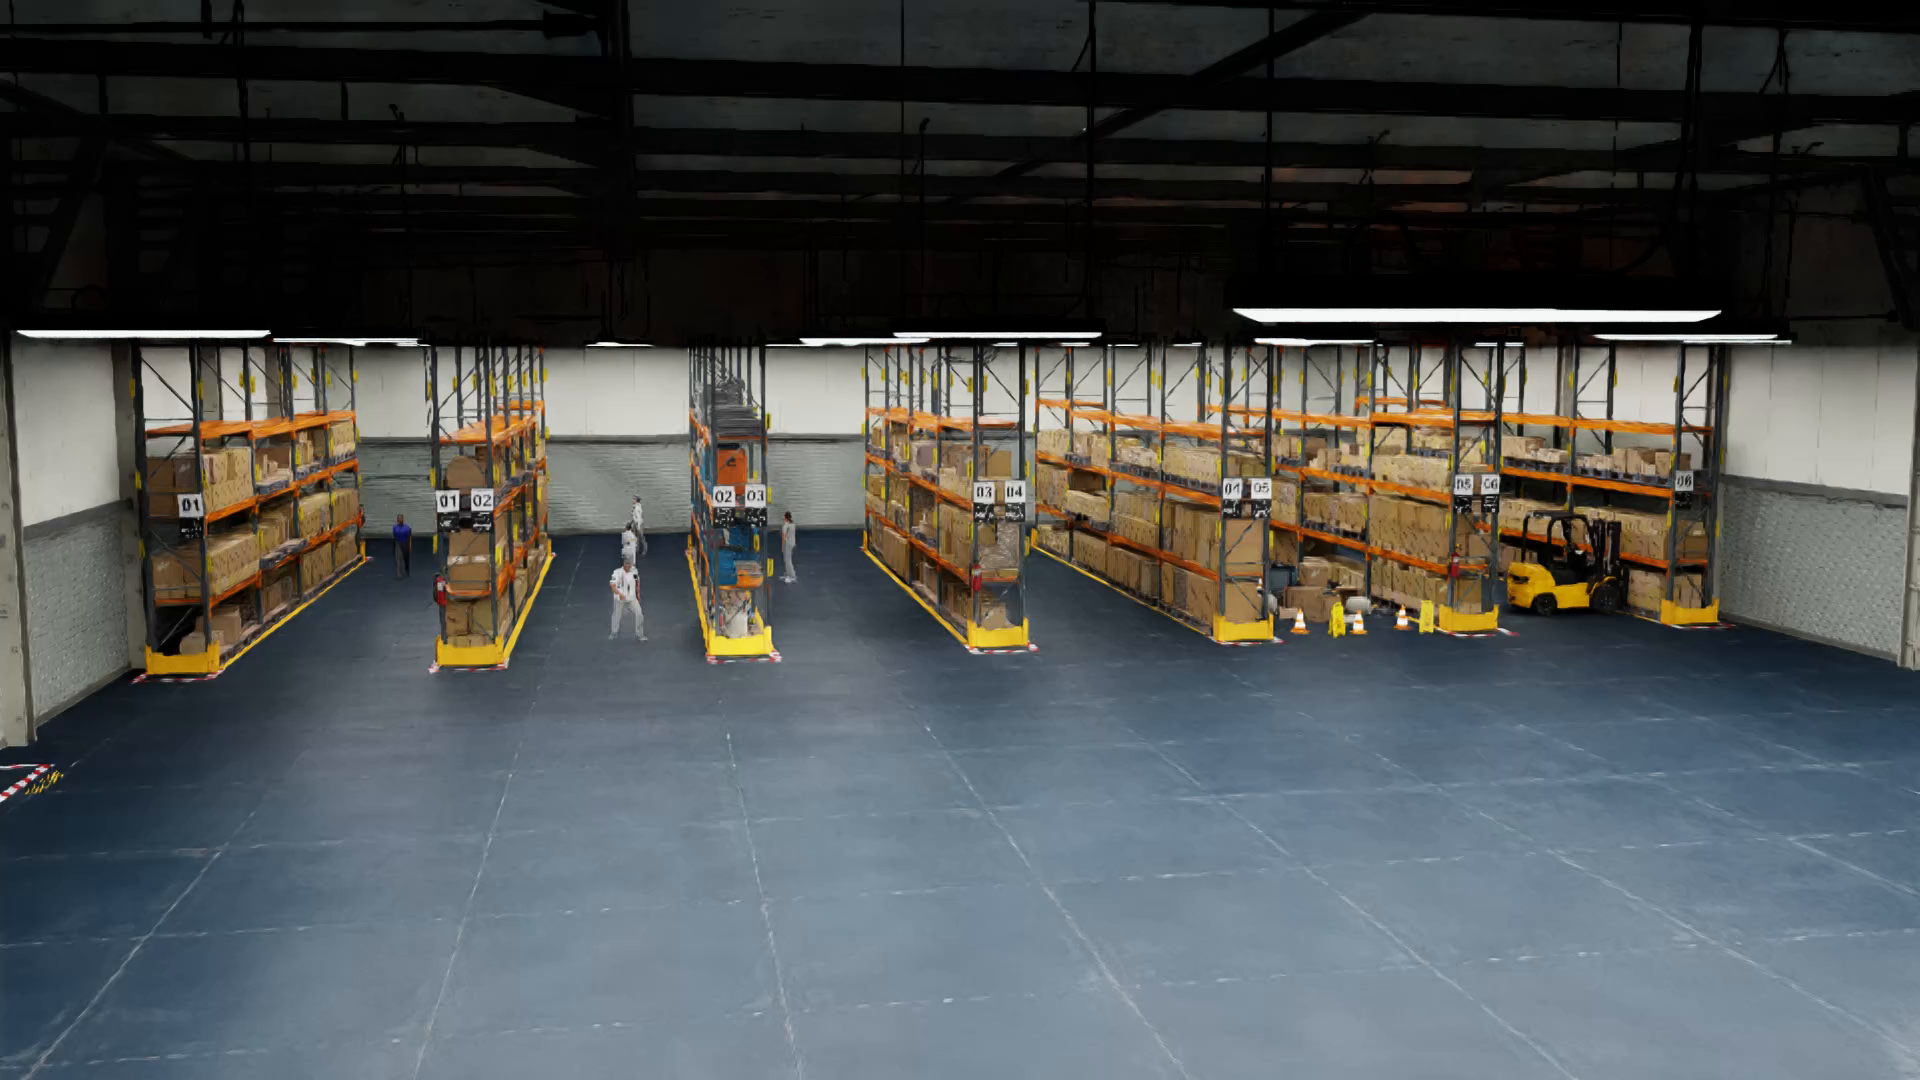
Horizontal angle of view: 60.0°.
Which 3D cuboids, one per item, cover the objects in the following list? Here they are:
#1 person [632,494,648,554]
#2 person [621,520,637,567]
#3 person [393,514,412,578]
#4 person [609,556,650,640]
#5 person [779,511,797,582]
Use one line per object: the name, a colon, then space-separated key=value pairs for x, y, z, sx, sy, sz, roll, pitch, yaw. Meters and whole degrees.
person: x=-9.029 y=-0.449 z=46.626 sx=0.490 sy=1.667 sz=0.582 roll=-2 pitch=7 yaw=-19
person: x=-7.805 y=0.365 z=39.438 sx=0.416 sy=1.677 sz=0.537 roll=-5 pitch=8 yaw=-39
person: x=-14.028 y=0.129 z=41.877 sx=0.461 sy=1.596 sz=0.999 roll=-1 pitch=7 yaw=-12
person: x=-6.571 y=1.126 z=32.765 sx=0.701 sy=1.693 sz=0.857 roll=-3 pitch=7 yaw=-27
person: x=-4.065 y=0.131 z=39.134 sx=0.576 sy=1.658 sz=0.564 roll=3 pitch=7 yaw=22
